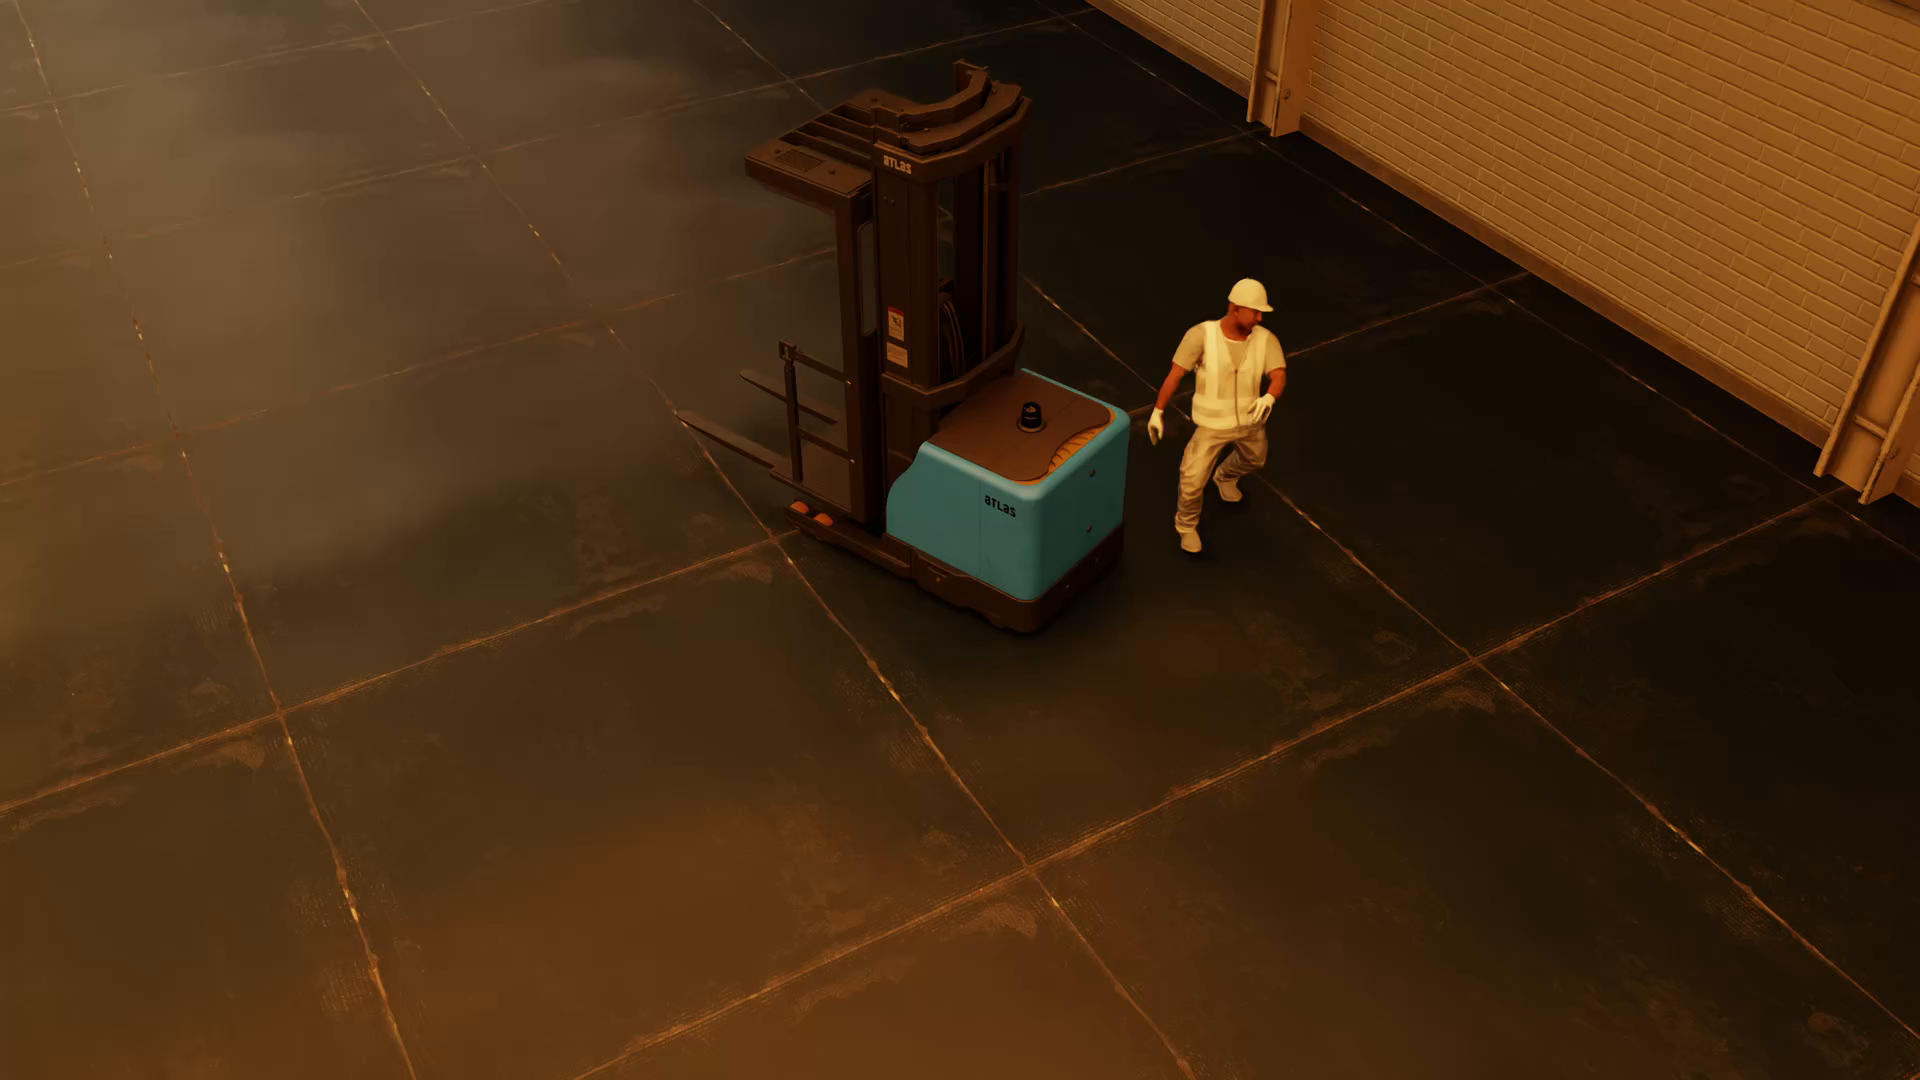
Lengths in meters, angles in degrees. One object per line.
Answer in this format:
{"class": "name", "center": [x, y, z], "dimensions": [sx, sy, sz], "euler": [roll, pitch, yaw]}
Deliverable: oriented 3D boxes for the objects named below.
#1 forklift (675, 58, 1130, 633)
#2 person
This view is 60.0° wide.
{"class": "forklift", "center": [-0.481, -1.366, 9.683], "dimensions": [3.031, 2.935, 1.130], "euler": [26, 46, 28]}
{"class": "person", "center": [1.515, -0.687, 9.871], "dimensions": [0.819, 1.645, 0.875], "euler": [-13, 41, -15]}
